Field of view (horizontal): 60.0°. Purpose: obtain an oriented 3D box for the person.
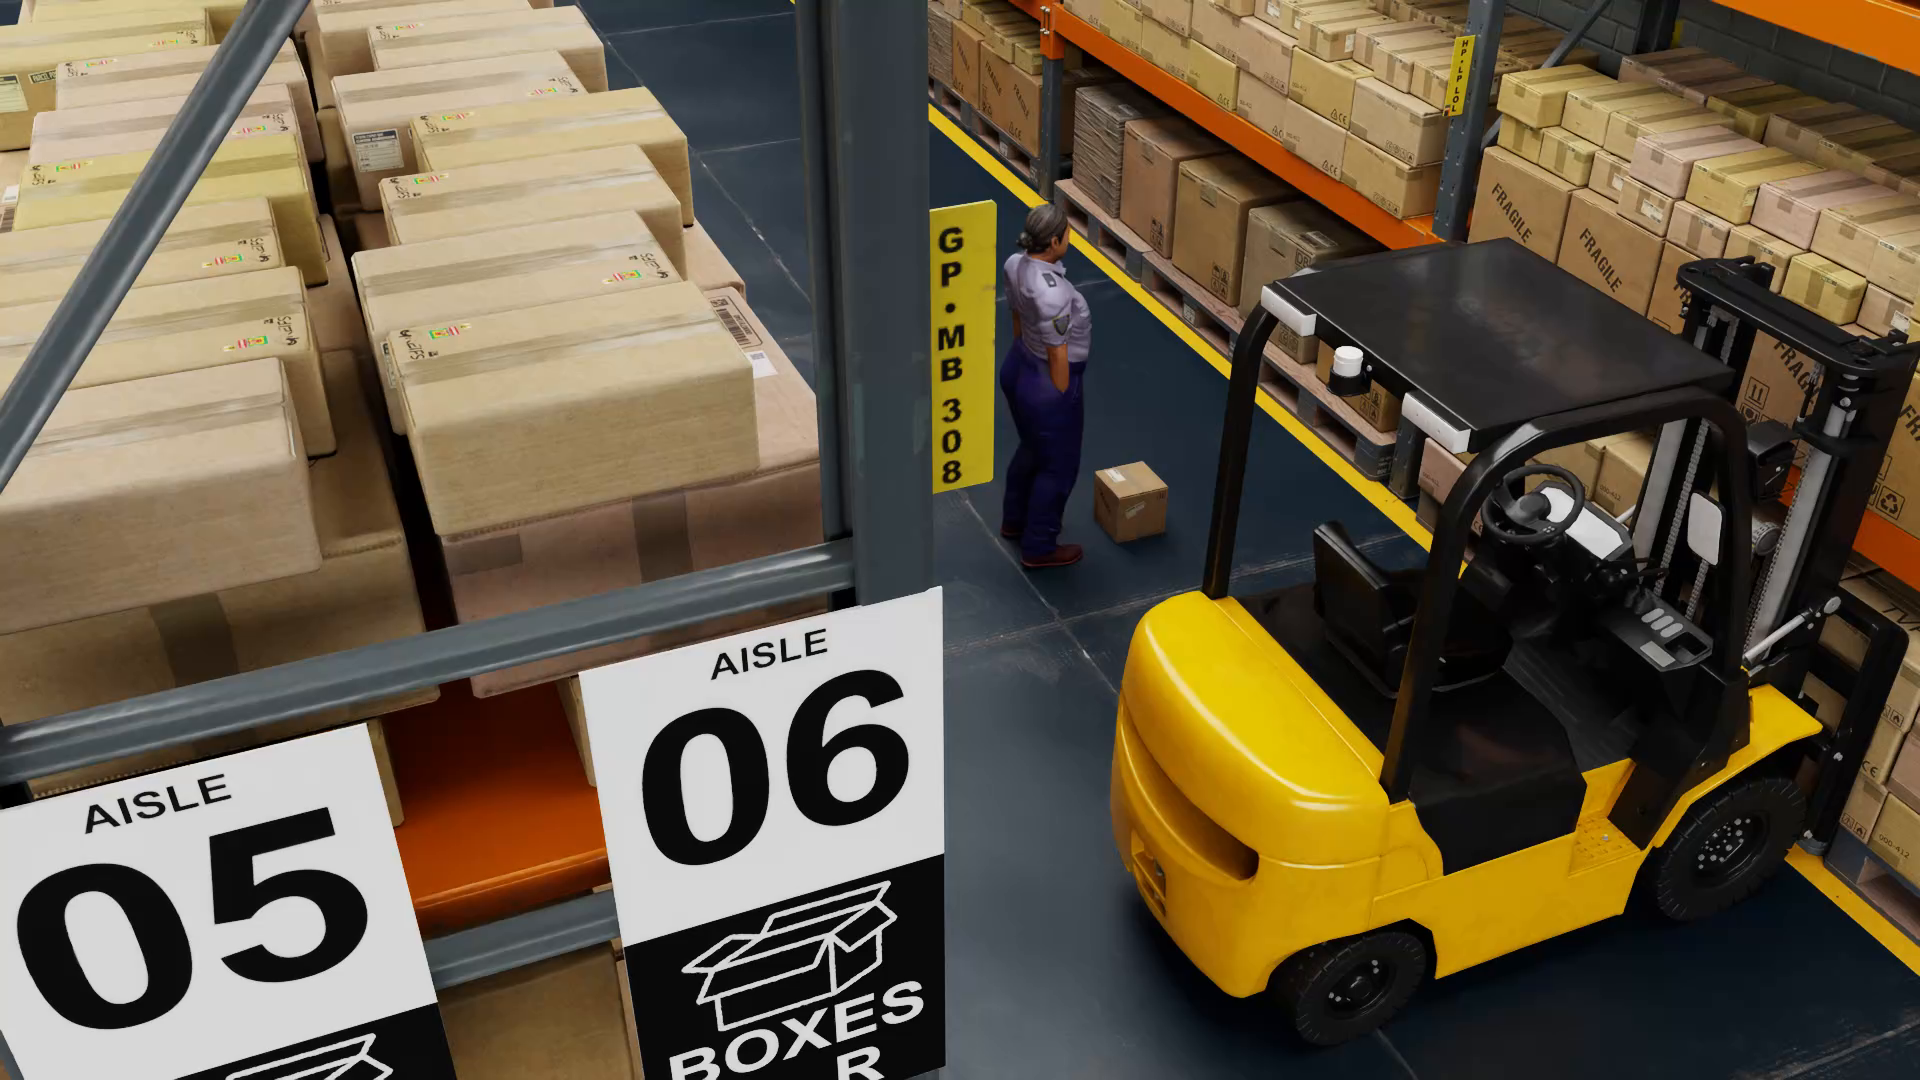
[{"bbox_3d":[0.369,-0.665,7.175,0.327,1.632,0.470,-12,36,-18],"label":"person"}]
